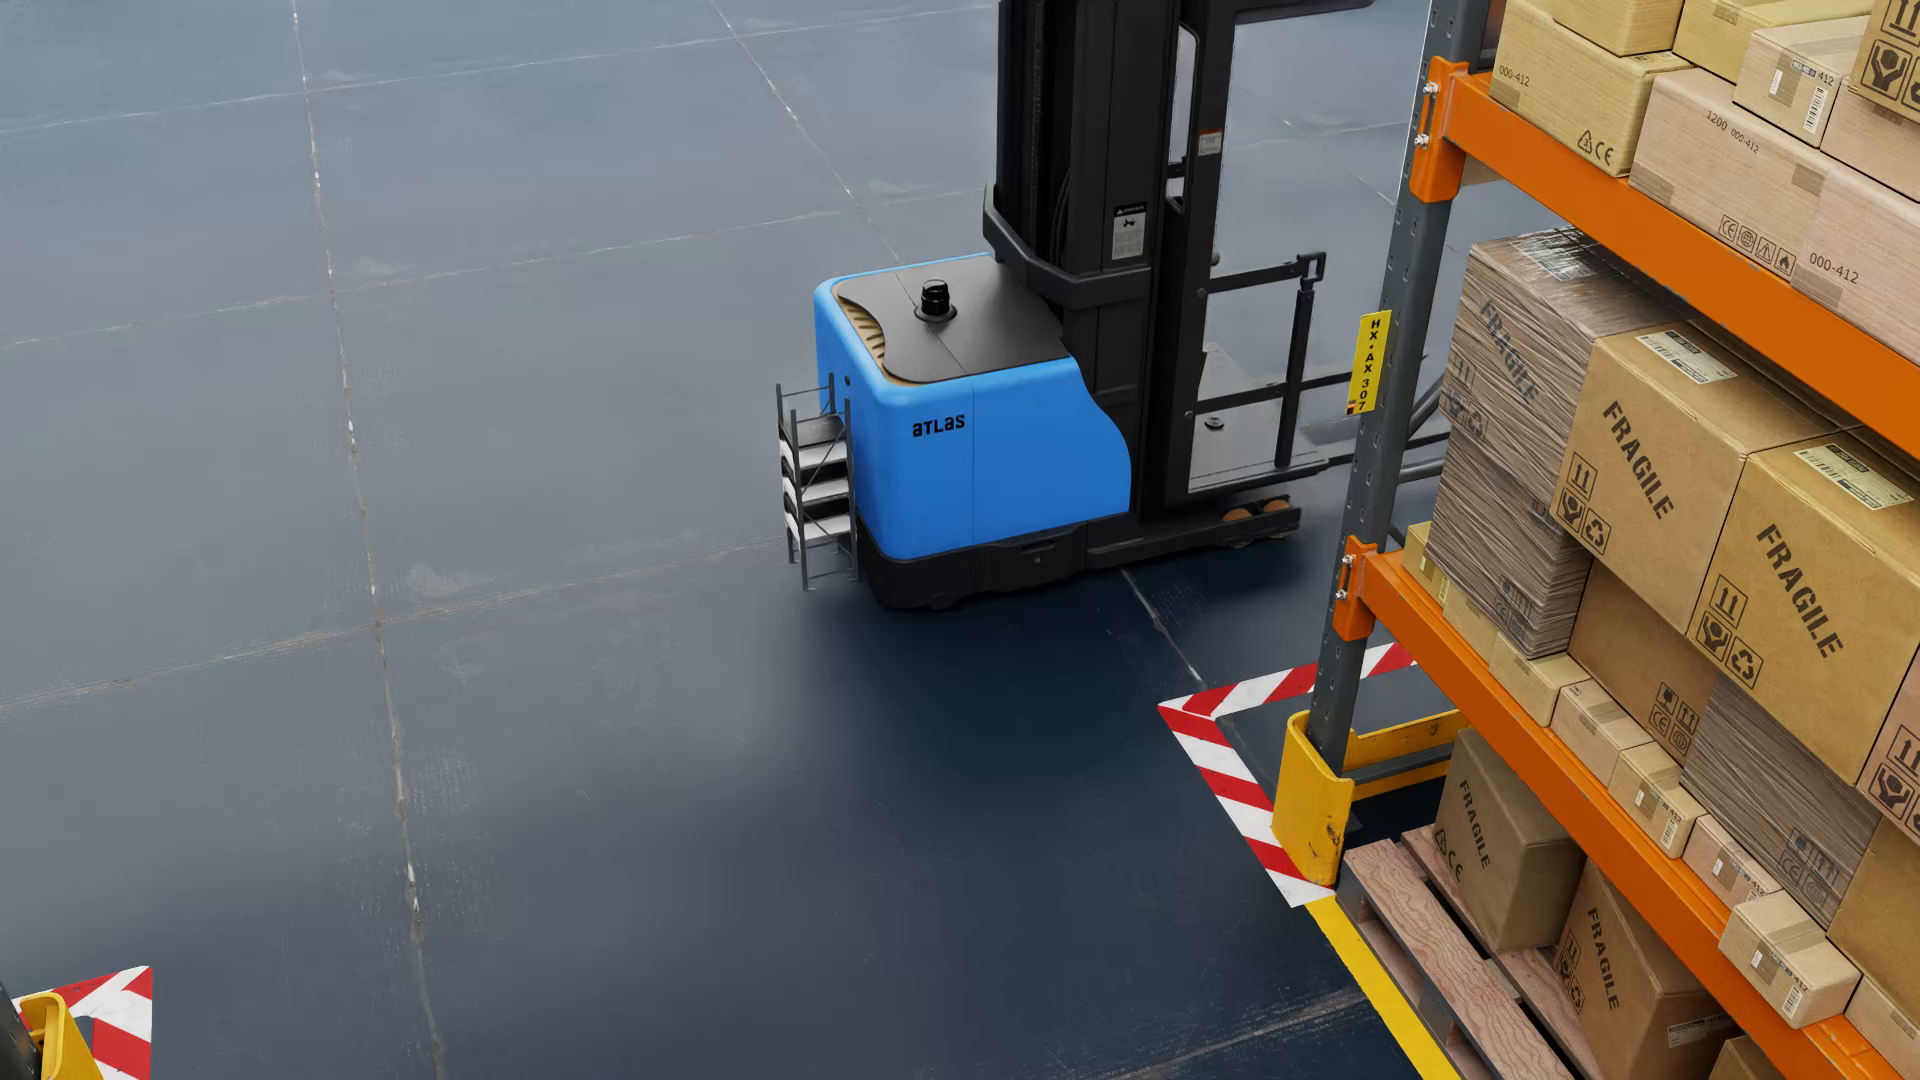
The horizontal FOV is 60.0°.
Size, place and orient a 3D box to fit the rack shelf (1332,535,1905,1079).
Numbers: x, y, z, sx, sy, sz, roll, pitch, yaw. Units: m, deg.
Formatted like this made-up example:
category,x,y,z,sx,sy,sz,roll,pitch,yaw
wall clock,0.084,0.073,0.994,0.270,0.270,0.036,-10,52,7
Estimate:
category,x,y,z,sx,sy,sz,roll,pitch,yaw
rack shelf,2.354,1.151,3.826,1.077,0.370,4.000,-12,39,-16

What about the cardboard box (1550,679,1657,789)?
category,x,y,z,sx,sy,sz,roll,pitch,yaw
cardboard box,1.785,0.471,4.340,0.380,0.149,0.250,-12,39,-16

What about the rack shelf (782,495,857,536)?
category,x,y,z,sx,sy,sz,roll,pitch,yaw
rack shelf,-0.580,-0.128,6.876,0.258,0.077,0.200,-13,39,-17

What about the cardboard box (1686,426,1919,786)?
category,x,y,z,sx,sy,sz,roll,pitch,yaw
cardboard box,1.938,0.109,3.450,0.500,0.500,0.500,-12,39,-16

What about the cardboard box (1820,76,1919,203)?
category,x,y,z,sx,sy,sz,roll,pitch,yaw
cardboard box,1.851,-0.769,3.078,0.380,0.149,0.250,-13,39,-16

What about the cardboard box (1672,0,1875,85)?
category,x,y,z,sx,sy,sz,roll,pitch,yaw
cardboard box,1.744,-1.076,3.486,0.380,0.149,0.250,-13,39,-17

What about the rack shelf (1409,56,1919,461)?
category,x,y,z,sx,sy,sz,roll,pitch,yaw
rack shelf,2.354,-0.047,2.924,1.077,0.370,4.000,-12,39,-16

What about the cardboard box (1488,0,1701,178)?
category,x,y,z,sx,sy,sz,roll,pitch,yaw
cardboard box,1.589,-1.078,3.820,0.500,0.250,0.500,-11,38,-15

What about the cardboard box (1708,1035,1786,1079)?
category,x,y,z,sx,sy,sz,roll,pitch,yaw
cardboard box,2.300,1.609,4.349,0.500,0.500,0.500,-9,38,-12

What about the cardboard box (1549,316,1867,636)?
category,x,y,z,sx,sy,sz,roll,pitch,yaw
cardboard box,1.765,-0.173,3.825,0.500,0.500,0.500,-12,39,-16

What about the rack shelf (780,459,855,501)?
category,x,y,z,sx,sy,sz,roll,pitch,yaw
rack shelf,-0.580,-0.271,6.768,0.258,0.077,0.200,-13,39,-17

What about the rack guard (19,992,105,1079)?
category,x,y,z,sx,sy,sz,roll,pitch,yaw
rack guard,-3.034,1.689,4.592,1.175,0.500,0.348,-12,39,-16

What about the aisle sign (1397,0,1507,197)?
category,x,y,z,sx,sy,sz,roll,pitch,yaw
aisle sign,1.363,-1.277,4.291,0.394,0.787,0.004,-12,39,-16

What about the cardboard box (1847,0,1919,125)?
category,x,y,z,sx,sy,sz,roll,pitch,yaw
cardboard box,1.923,-0.928,2.749,0.500,0.500,0.500,-13,39,-16

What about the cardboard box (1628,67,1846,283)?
category,x,y,z,sx,sy,sz,roll,pitch,yaw
cardboard box,1.772,-0.788,3.435,0.500,0.250,0.500,-13,39,-17

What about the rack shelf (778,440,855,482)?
category,x,y,z,sx,sy,sz,roll,pitch,yaw
rack shelf,-0.580,-0.343,6.714,0.258,0.077,0.200,-13,39,-17

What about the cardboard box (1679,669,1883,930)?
category,x,y,z,sx,sy,sz,roll,pitch,yaw
cardboard box,2.245,0.441,3.841,0.875,0.500,0.500,-12,39,-16

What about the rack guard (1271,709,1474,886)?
category,x,y,z,sx,sy,sz,roll,pitch,yaw
rack guard,1.692,0.776,5.805,1.175,0.500,0.348,-12,39,-16

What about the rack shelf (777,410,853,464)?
category,x,y,z,sx,sy,sz,roll,pitch,yaw
rack shelf,-0.580,-0.415,6.660,0.258,0.077,0.200,-13,39,-17

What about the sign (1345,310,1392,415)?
category,x,y,z,sx,sy,sz,roll,pitch,yaw
sign,1.156,-0.499,4.700,0.100,0.325,0.005,-12,39,-16

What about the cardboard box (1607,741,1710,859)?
category,x,y,z,sx,sy,sz,roll,pitch,yaw
cardboard box,1.865,0.614,4.150,0.380,0.149,0.250,-12,39,-16

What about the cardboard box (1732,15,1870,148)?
category,x,y,z,sx,sy,sz,roll,pitch,yaw
cardboard box,1.771,-0.907,3.262,0.380,0.149,0.250,-11,38,-14

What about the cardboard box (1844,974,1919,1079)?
category,x,y,z,sx,sy,sz,roll,pitch,yaw
cardboard box,2.176,1.026,3.603,0.380,0.149,0.250,-12,39,-16

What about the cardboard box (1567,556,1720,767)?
category,x,y,z,sx,sy,sz,roll,pitch,yaw
cardboard box,2.114,0.150,4.228,0.875,0.500,0.500,-12,39,-16

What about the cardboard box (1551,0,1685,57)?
category,x,y,z,sx,sy,sz,roll,pitch,yaw
cardboard box,1.542,-1.193,3.641,0.380,0.149,0.250,-12,39,-15

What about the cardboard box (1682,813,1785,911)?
category,x,y,z,sx,sy,sz,roll,pitch,yaw
cardboard box,1.976,0.750,3.970,0.380,0.149,0.250,-12,39,-16

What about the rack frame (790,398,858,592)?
category,x,y,z,sx,sy,sz,roll,pitch,yaw
rack frame,-0.543,-0.169,6.727,0.240,0.900,0.006,-13,39,-17

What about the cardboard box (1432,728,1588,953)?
category,x,y,z,sx,sy,sz,roll,pitch,yaw
cardboard box,1.865,0.921,5.262,0.500,0.500,0.500,-6,37,-7

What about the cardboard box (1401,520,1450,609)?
category,x,y,z,sx,sy,sz,roll,pitch,yaw
cardboard box,1.540,0.045,4.906,0.380,0.149,0.250,-12,39,-16

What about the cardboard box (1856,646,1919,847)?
category,x,y,z,sx,sy,sz,roll,pitch,yaw
cardboard box,2.116,0.391,3.077,0.500,0.500,0.500,-12,39,-16

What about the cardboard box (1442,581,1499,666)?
category,x,y,z,sx,sy,sz,roll,pitch,yaw
cardboard box,1.608,0.190,4.713,0.380,0.149,0.250,-12,39,-16

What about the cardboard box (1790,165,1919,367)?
category,x,y,z,sx,sy,sz,roll,pitch,yaw
cardboard box,1.939,-0.507,3.062,0.500,0.250,0.500,-13,39,-16

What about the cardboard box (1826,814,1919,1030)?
category,x,y,z,sx,sy,sz,roll,pitch,yaw
cardboard box,2.406,0.726,3.463,0.875,0.500,0.500,-12,39,-16

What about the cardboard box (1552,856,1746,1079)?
category,x,y,z,sx,sy,sz,roll,pitch,yaw
cardboard box,2.103,1.252,4.823,0.500,0.500,0.500,-3,37,-4

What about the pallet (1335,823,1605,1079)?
category,x,y,z,sx,sy,sz,roll,pitch,yaw
pallet,1.938,1.357,5.273,1.003,0.211,1.213,-12,39,-16

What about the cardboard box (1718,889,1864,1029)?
category,x,y,z,sx,sy,sz,roll,pitch,yaw
cardboard box,1.965,0.912,3.754,0.380,0.149,0.250,-12,39,-16

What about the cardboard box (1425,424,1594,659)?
category,x,y,z,sx,sy,sz,roll,pitch,yaw
cardboard box,1.829,-0.108,4.570,0.875,0.500,0.500,-12,39,-16

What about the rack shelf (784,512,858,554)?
category,x,y,z,sx,sy,sz,roll,pitch,yaw
rack shelf,-0.580,-0.056,6.931,0.258,0.077,0.200,-13,39,-17

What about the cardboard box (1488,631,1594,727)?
category,x,y,z,sx,sy,sz,roll,pitch,yaw
cardboard box,1.680,0.335,4.522,0.380,0.149,0.250,-12,39,-16

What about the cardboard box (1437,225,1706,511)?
category,x,y,z,sx,sy,sz,roll,pitch,yaw
cardboard box,1.599,-0.457,4.202,0.500,0.500,0.500,-12,39,-16

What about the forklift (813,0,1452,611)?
category,x,y,z,sx,sy,sz,roll,pitch,yaw
forklift,0.951,-1.425,6.705,3.031,2.935,1.130,-12,39,-16

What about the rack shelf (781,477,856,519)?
category,x,y,z,sx,sy,sz,roll,pitch,yaw
rack shelf,-0.580,-0.200,6.822,0.258,0.077,0.200,-13,39,-17

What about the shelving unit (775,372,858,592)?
category,x,y,z,sx,sy,sz,roll,pitch,yaw
shelving unit,-0.580,-0.226,6.802,0.258,0.900,0.210,-13,39,-17

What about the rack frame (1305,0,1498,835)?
category,x,y,z,sx,sy,sz,roll,pitch,yaw
rack frame,1.666,-0.266,5.110,1.000,3.000,0.127,-12,39,-16

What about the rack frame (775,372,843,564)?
category,x,y,z,sx,sy,sz,roll,pitch,yaw
rack frame,-0.617,-0.283,6.878,0.240,0.900,0.006,-13,39,-17
